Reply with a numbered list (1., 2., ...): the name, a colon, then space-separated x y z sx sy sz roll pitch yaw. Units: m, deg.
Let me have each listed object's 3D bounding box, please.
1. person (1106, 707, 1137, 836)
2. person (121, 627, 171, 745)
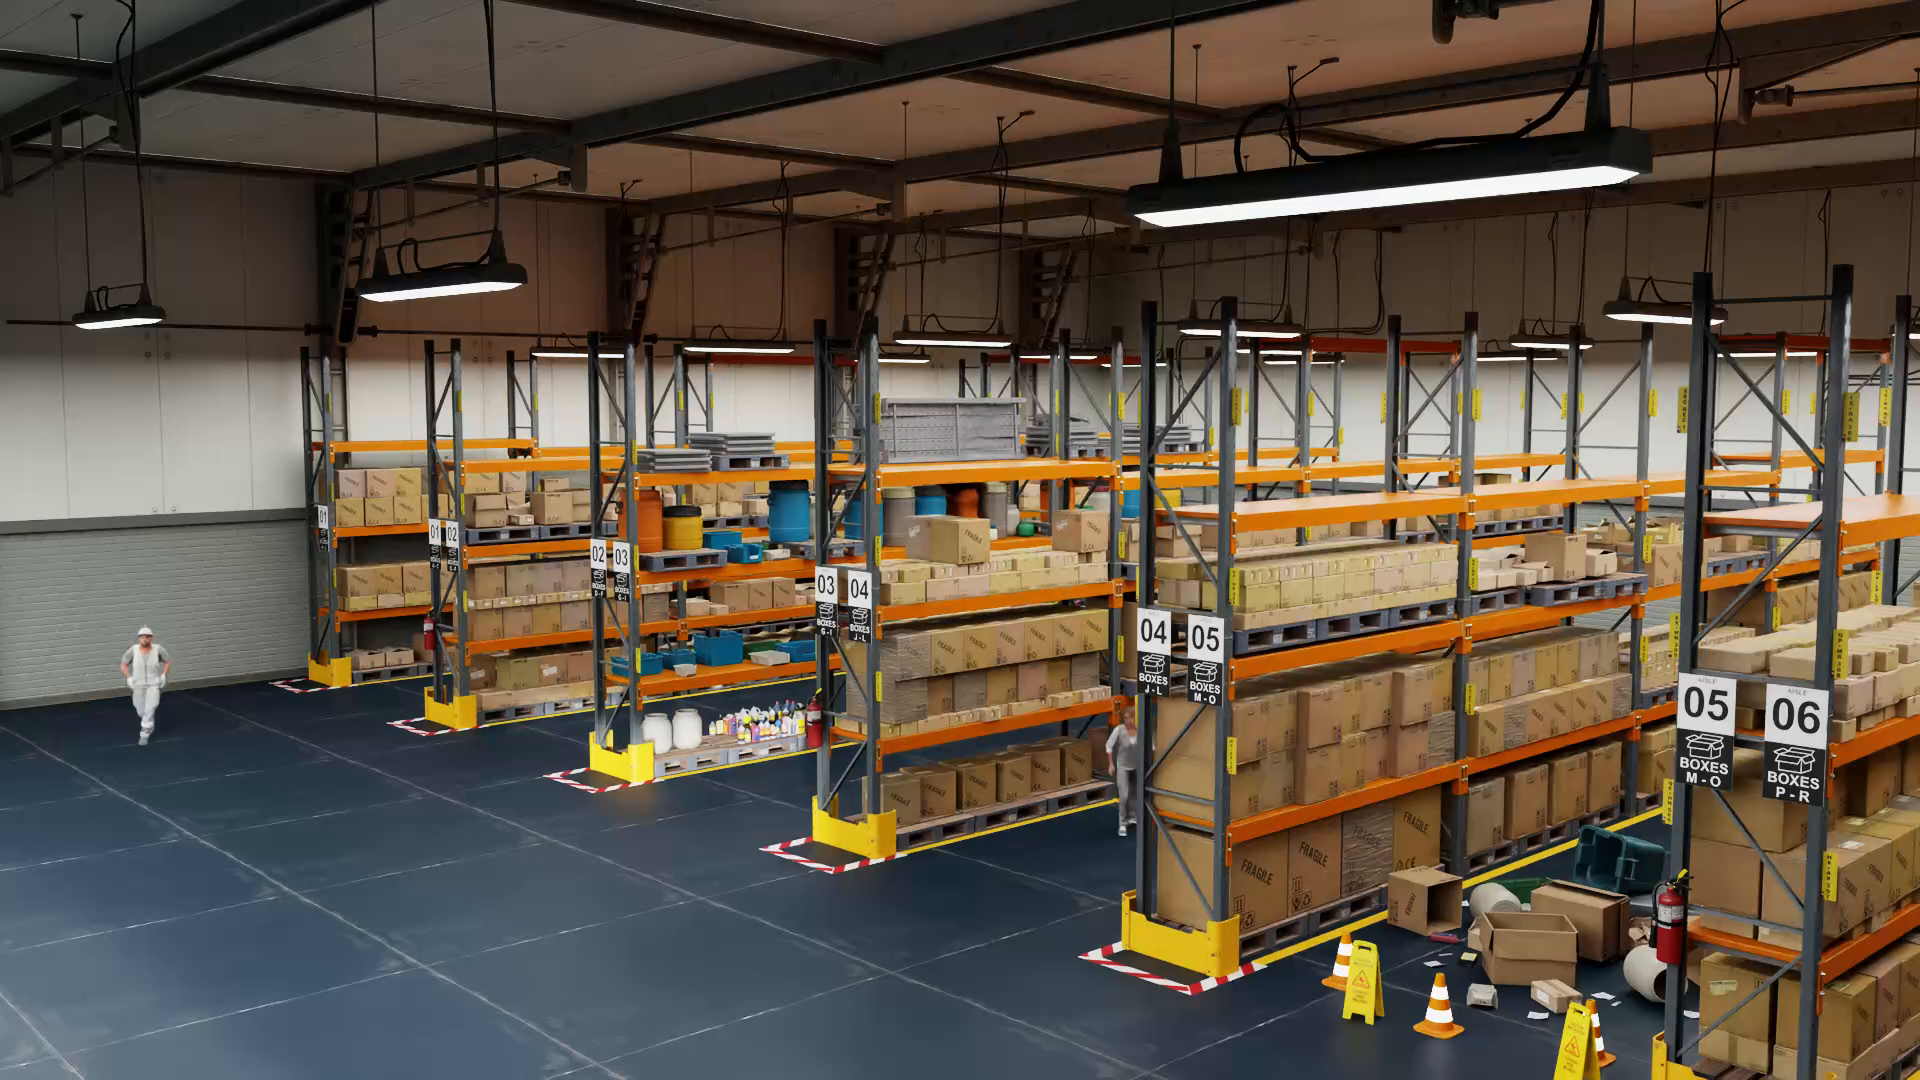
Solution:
1. person: 2.036 2.690 19.547 0.608 1.535 0.766 -1 5 -15
2. person: -12.110 2.141 24.771 0.669 1.744 0.726 -2 5 -22
